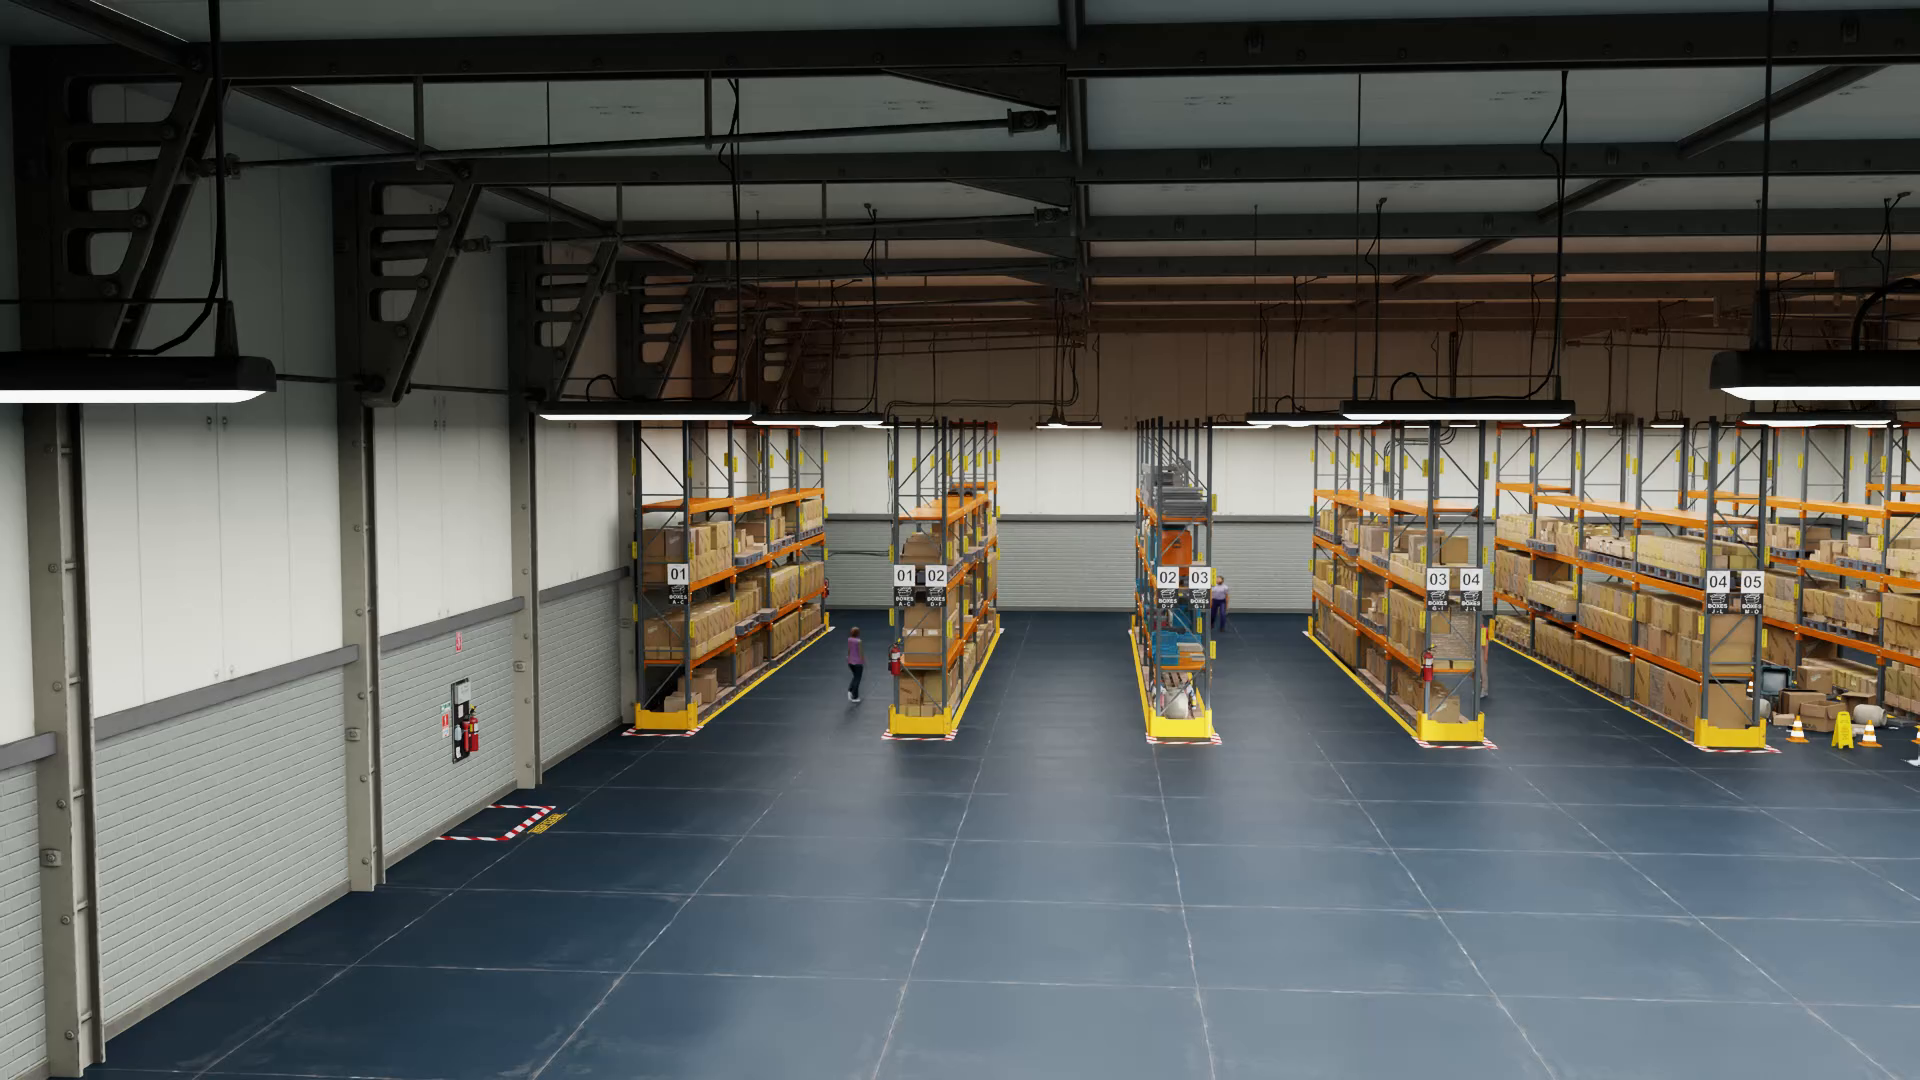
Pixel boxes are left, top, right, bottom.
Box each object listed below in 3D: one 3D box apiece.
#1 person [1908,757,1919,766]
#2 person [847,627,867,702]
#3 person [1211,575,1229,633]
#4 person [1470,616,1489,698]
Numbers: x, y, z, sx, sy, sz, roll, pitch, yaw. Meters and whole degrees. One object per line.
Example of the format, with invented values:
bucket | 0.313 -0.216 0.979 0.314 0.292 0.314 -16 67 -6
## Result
person | 16.728 3.009 28.210 1.102 1.740 0.535 -1 4 -15
person | -2.172 2.619 35.105 0.431 1.592 0.390 3 5 38
person | 7.404 1.810 47.395 0.510 1.614 0.665 0 4 2
person | 11.245 2.511 36.071 0.444 1.744 0.629 -1 4 -18
